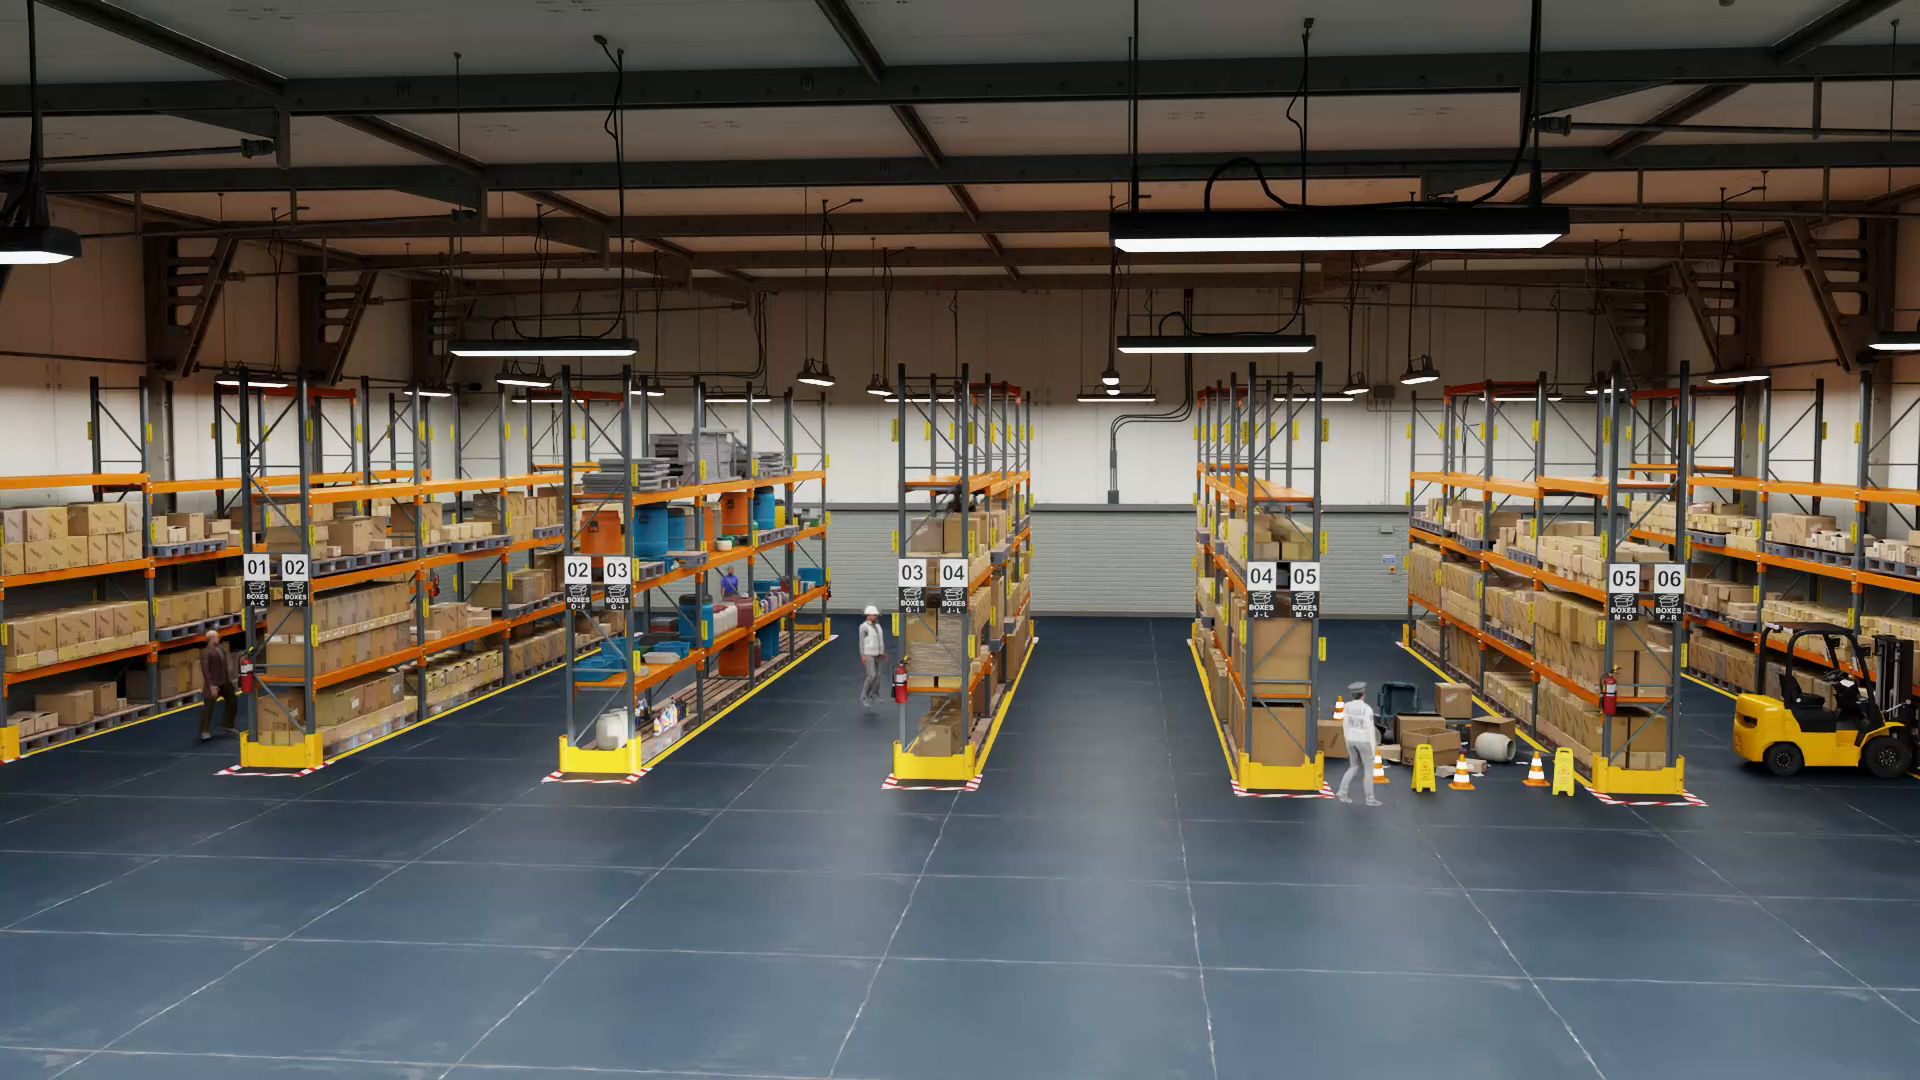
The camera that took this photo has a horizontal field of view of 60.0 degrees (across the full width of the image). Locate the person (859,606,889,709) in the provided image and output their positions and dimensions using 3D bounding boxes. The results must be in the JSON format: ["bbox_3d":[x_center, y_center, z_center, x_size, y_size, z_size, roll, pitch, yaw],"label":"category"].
[{"bbox_3d":[-1.556,2.099,30.032,0.410,1.830,0.572,3,5,38],"label":"person"}]

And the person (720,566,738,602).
[{"bbox_3d":[-5.886,1.465,42.408,0.420,1.610,0.996,0,4,1],"label":"person"}]

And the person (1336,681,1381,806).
[{"bbox_3d":[5.421,2.743,22.368,0.502,1.687,0.520,-3,5,-38],"label":"person"}]

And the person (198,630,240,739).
[{"bbox_3d":[-12.212,2.381,27.350,0.519,1.813,0.711,1,4,17],"label":"person"}]
